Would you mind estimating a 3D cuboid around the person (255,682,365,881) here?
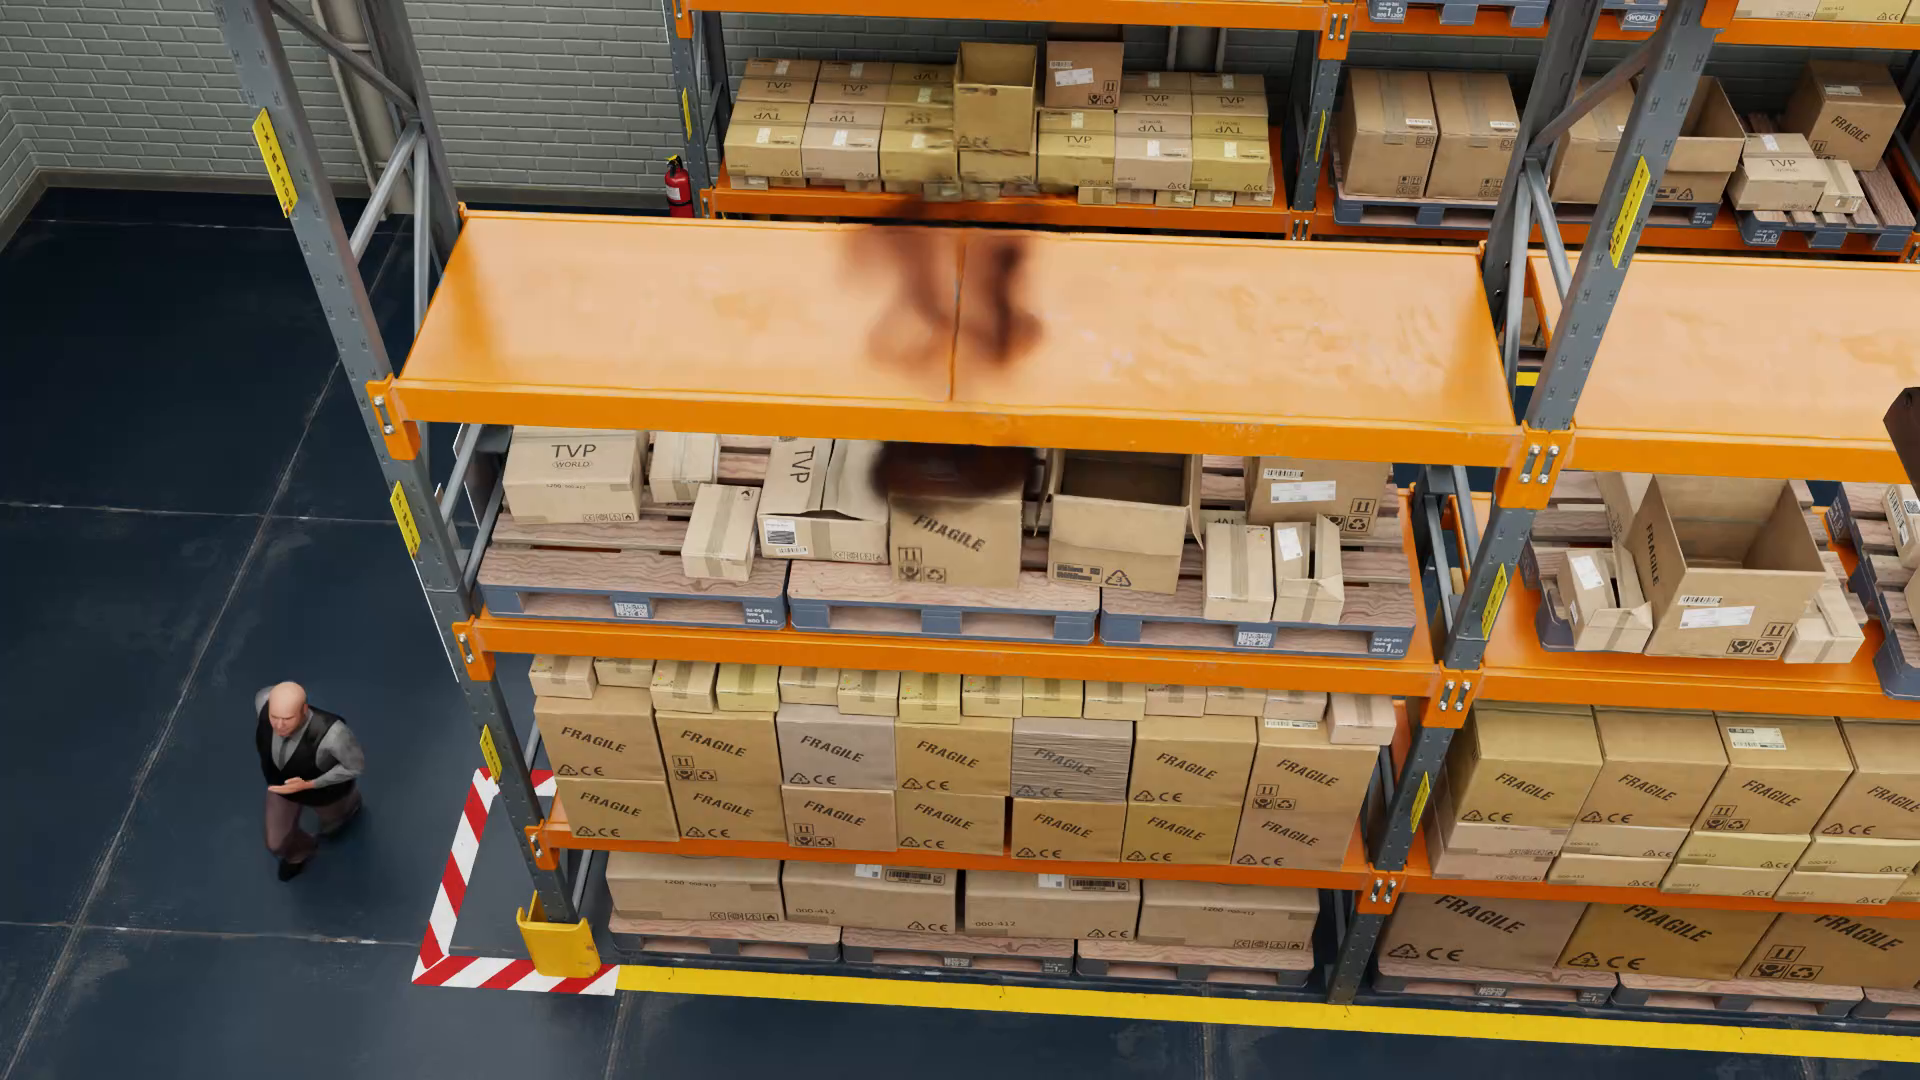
[{"bbox_3d":[-3.315,1.194,8.550,0.776,1.707,0.682,8,48,8],"label":"person"}]
